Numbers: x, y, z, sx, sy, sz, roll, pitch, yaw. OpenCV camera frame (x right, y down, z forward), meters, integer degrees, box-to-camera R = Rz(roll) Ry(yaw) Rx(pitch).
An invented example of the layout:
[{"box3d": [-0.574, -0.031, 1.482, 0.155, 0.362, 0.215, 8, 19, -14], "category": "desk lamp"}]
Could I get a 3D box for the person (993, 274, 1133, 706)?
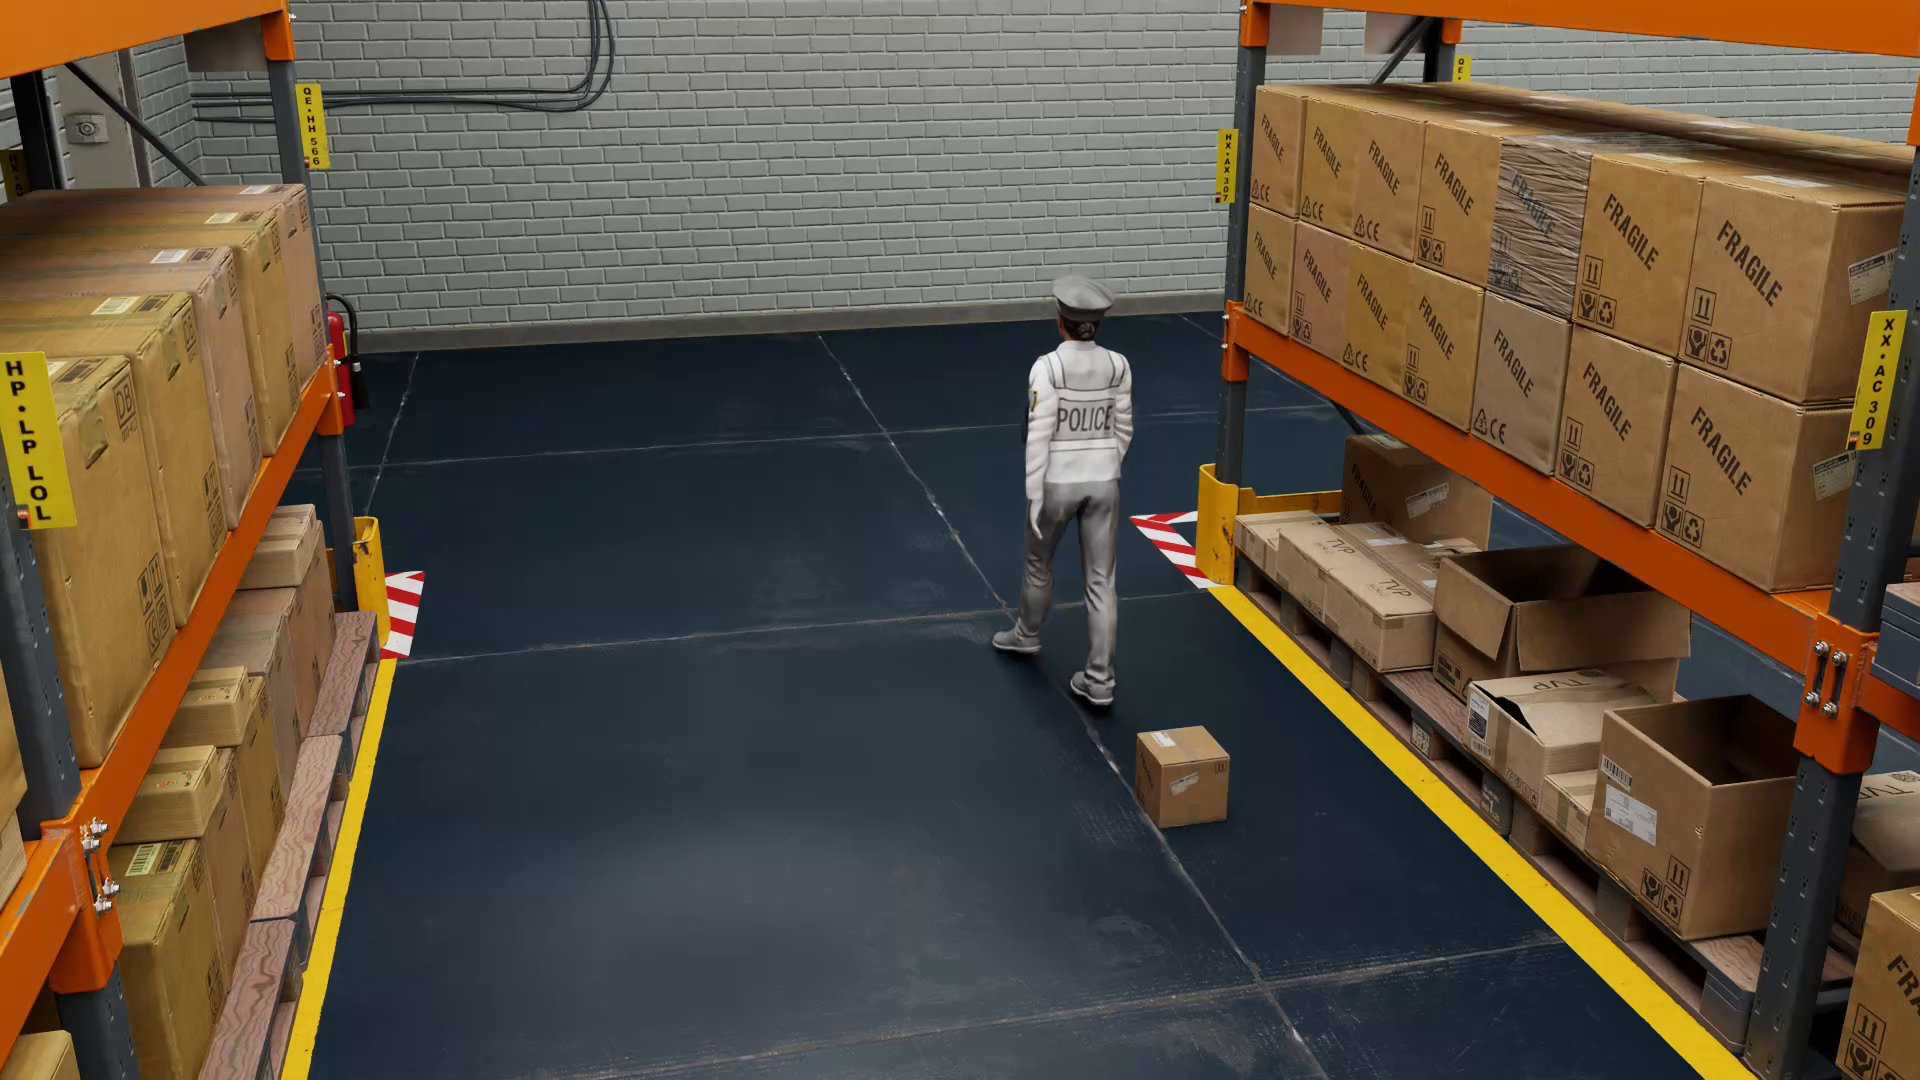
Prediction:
[{"box3d": [0.456, -0.221, 6.655, 0.490, 1.656, 0.846, -5, 20, -14], "category": "person"}]
